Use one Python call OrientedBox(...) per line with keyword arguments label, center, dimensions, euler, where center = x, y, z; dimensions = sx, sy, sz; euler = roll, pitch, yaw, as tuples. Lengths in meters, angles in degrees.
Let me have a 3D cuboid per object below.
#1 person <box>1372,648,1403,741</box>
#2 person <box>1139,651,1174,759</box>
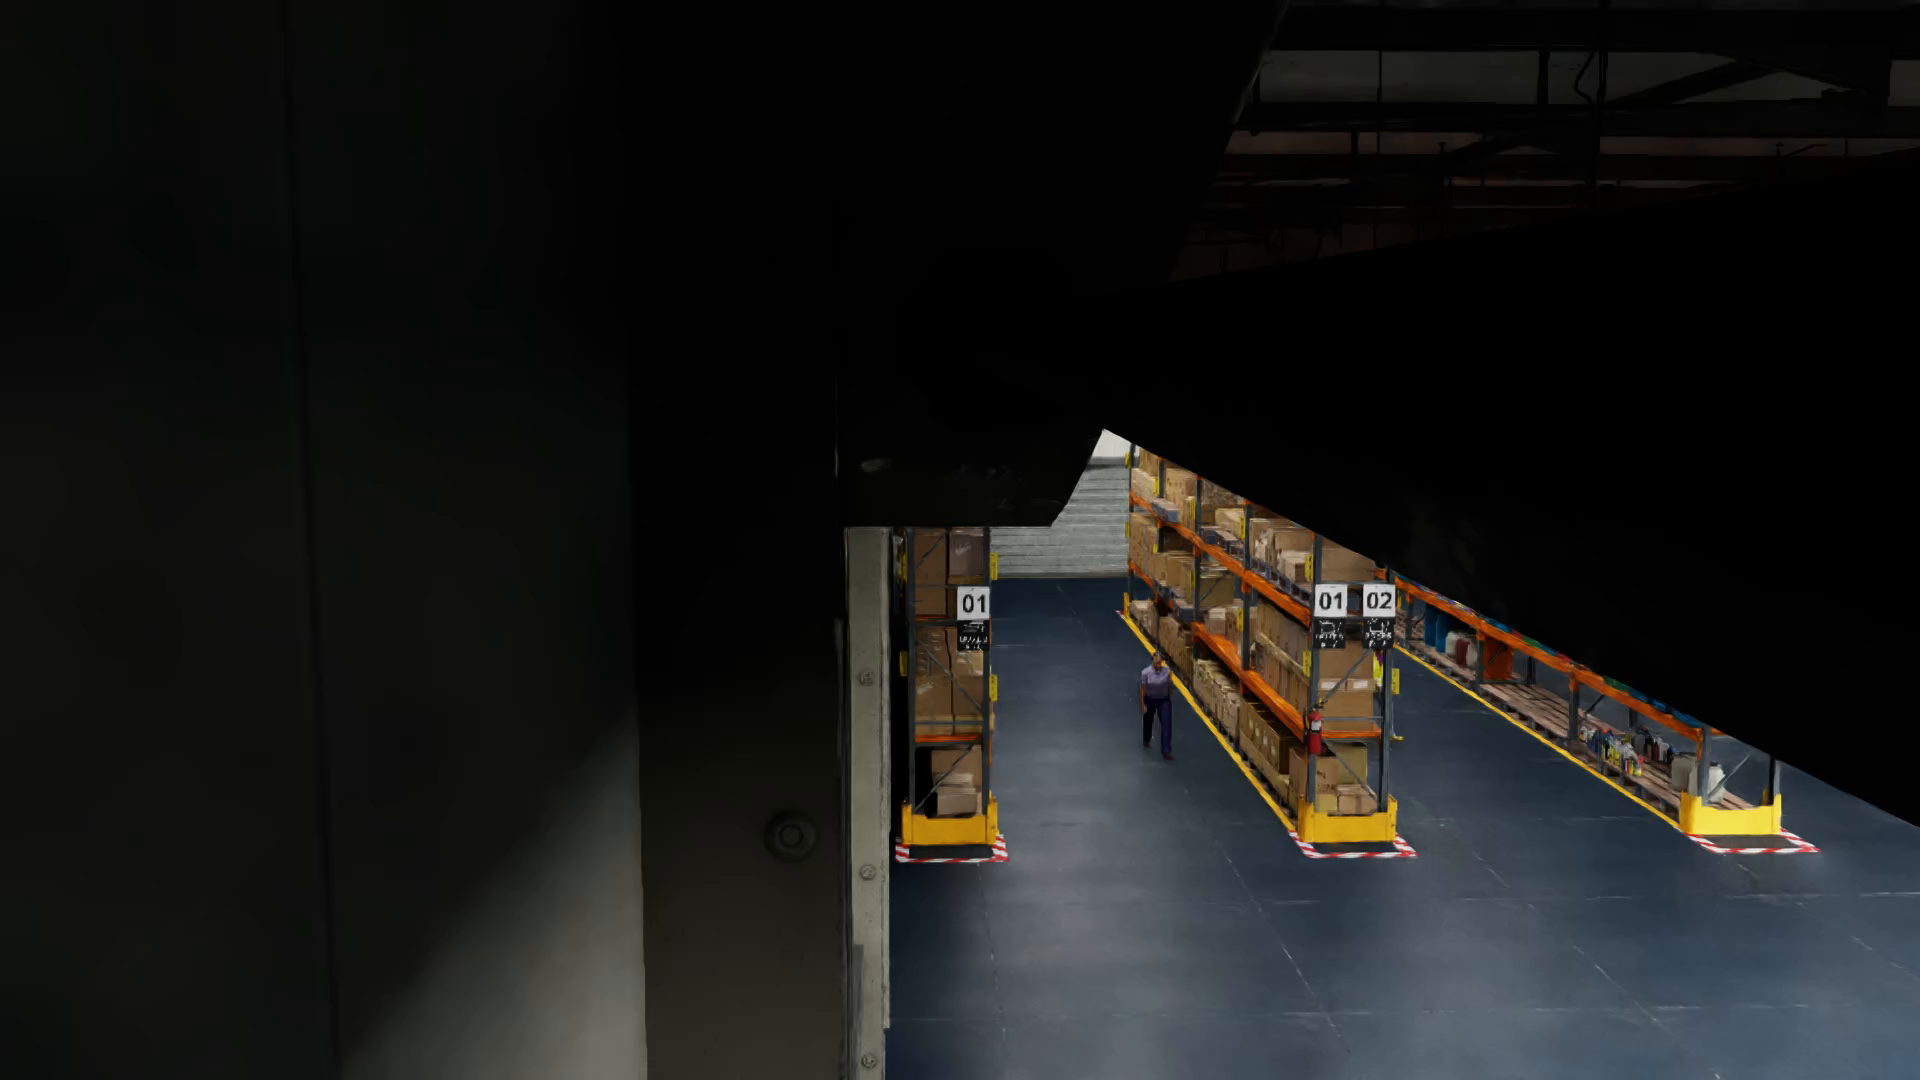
OrientedBox(label="person", center=(6.323, 2.222, 25.524), dimensions=(0.700, 1.705, 0.840), euler=(-3, 8, -19))
OrientedBox(label="person", center=(2.891, 2.397, 24.608), dimensions=(0.479, 1.567, 1.090), euler=(0, 7, 0))
